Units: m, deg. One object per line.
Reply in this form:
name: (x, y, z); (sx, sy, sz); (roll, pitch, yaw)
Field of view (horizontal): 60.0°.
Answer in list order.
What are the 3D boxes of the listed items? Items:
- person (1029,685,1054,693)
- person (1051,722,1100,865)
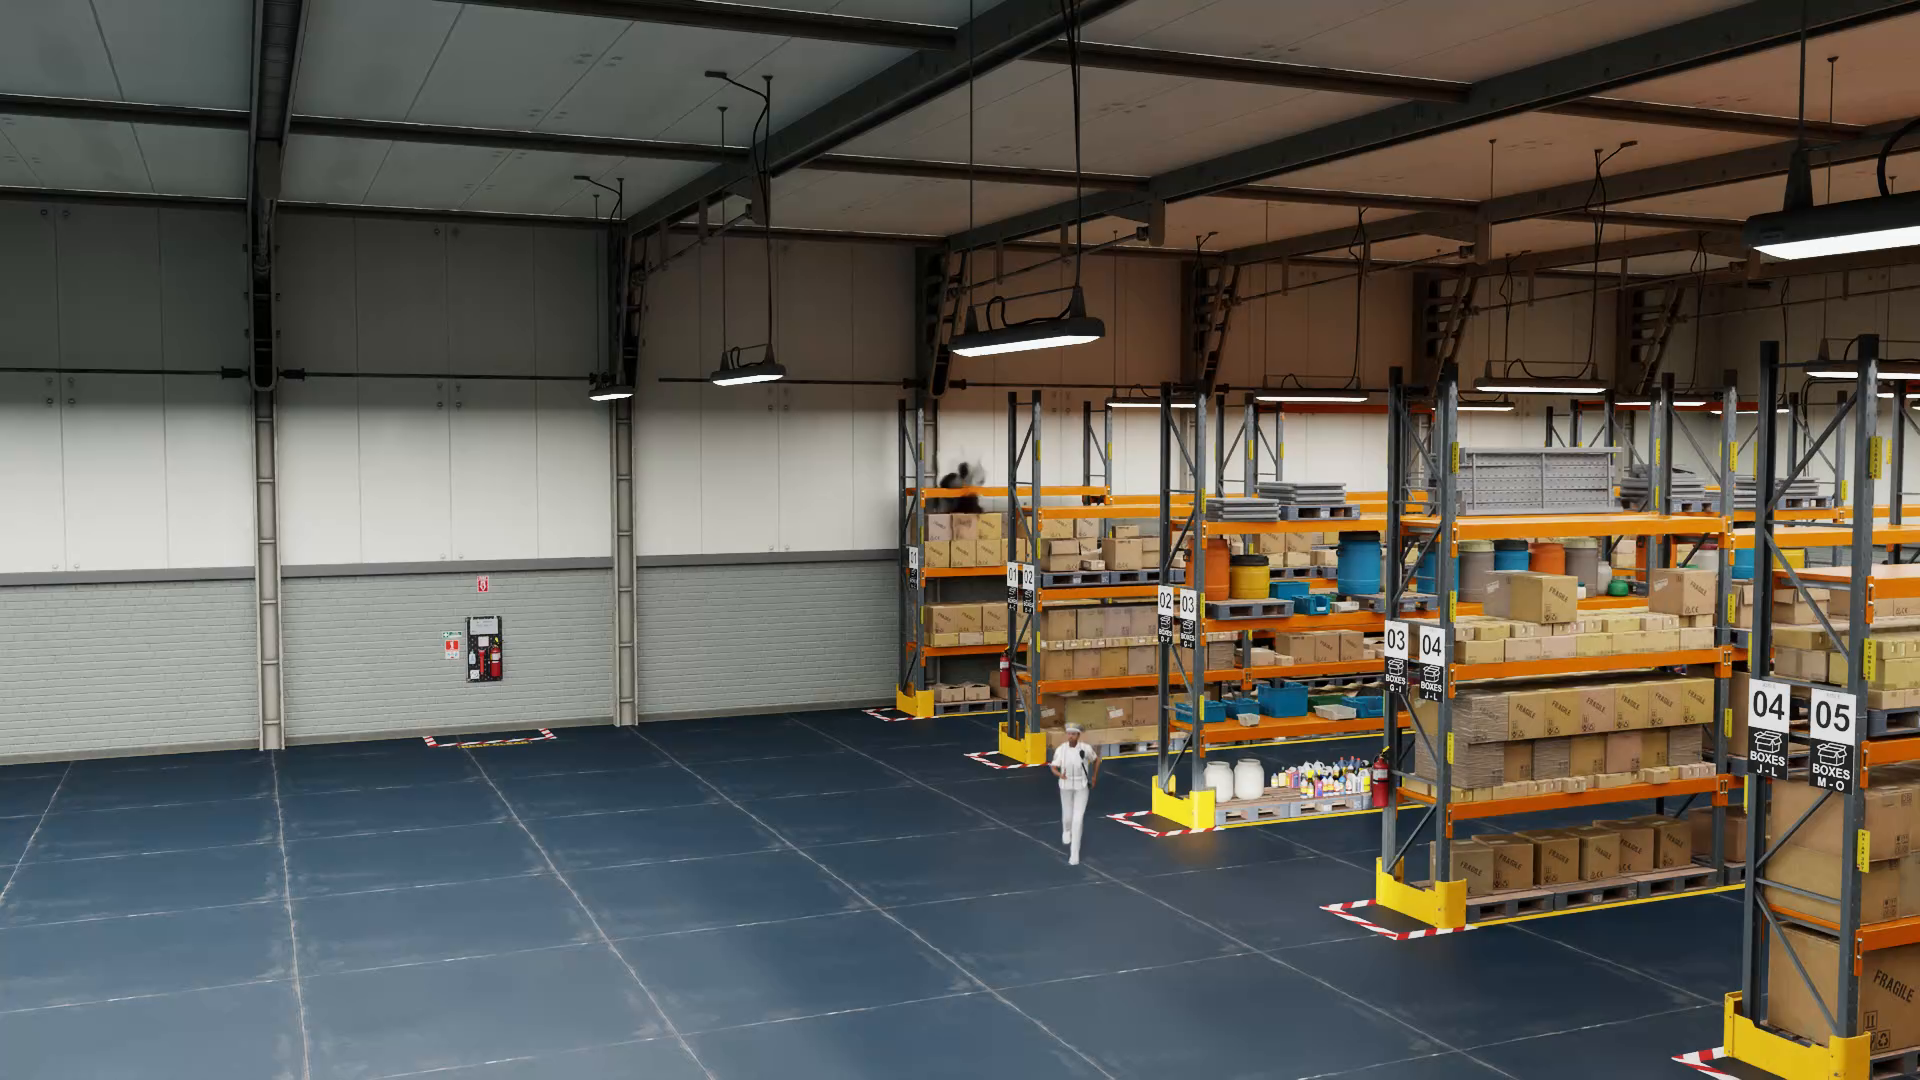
person: (1.465, 2.600, 28.947); (0.594, 1.732, 0.684); (-3, 4, -38)
person: (1.437, 3.104, 20.750); (0.588, 1.716, 0.931); (1, 3, 11)
